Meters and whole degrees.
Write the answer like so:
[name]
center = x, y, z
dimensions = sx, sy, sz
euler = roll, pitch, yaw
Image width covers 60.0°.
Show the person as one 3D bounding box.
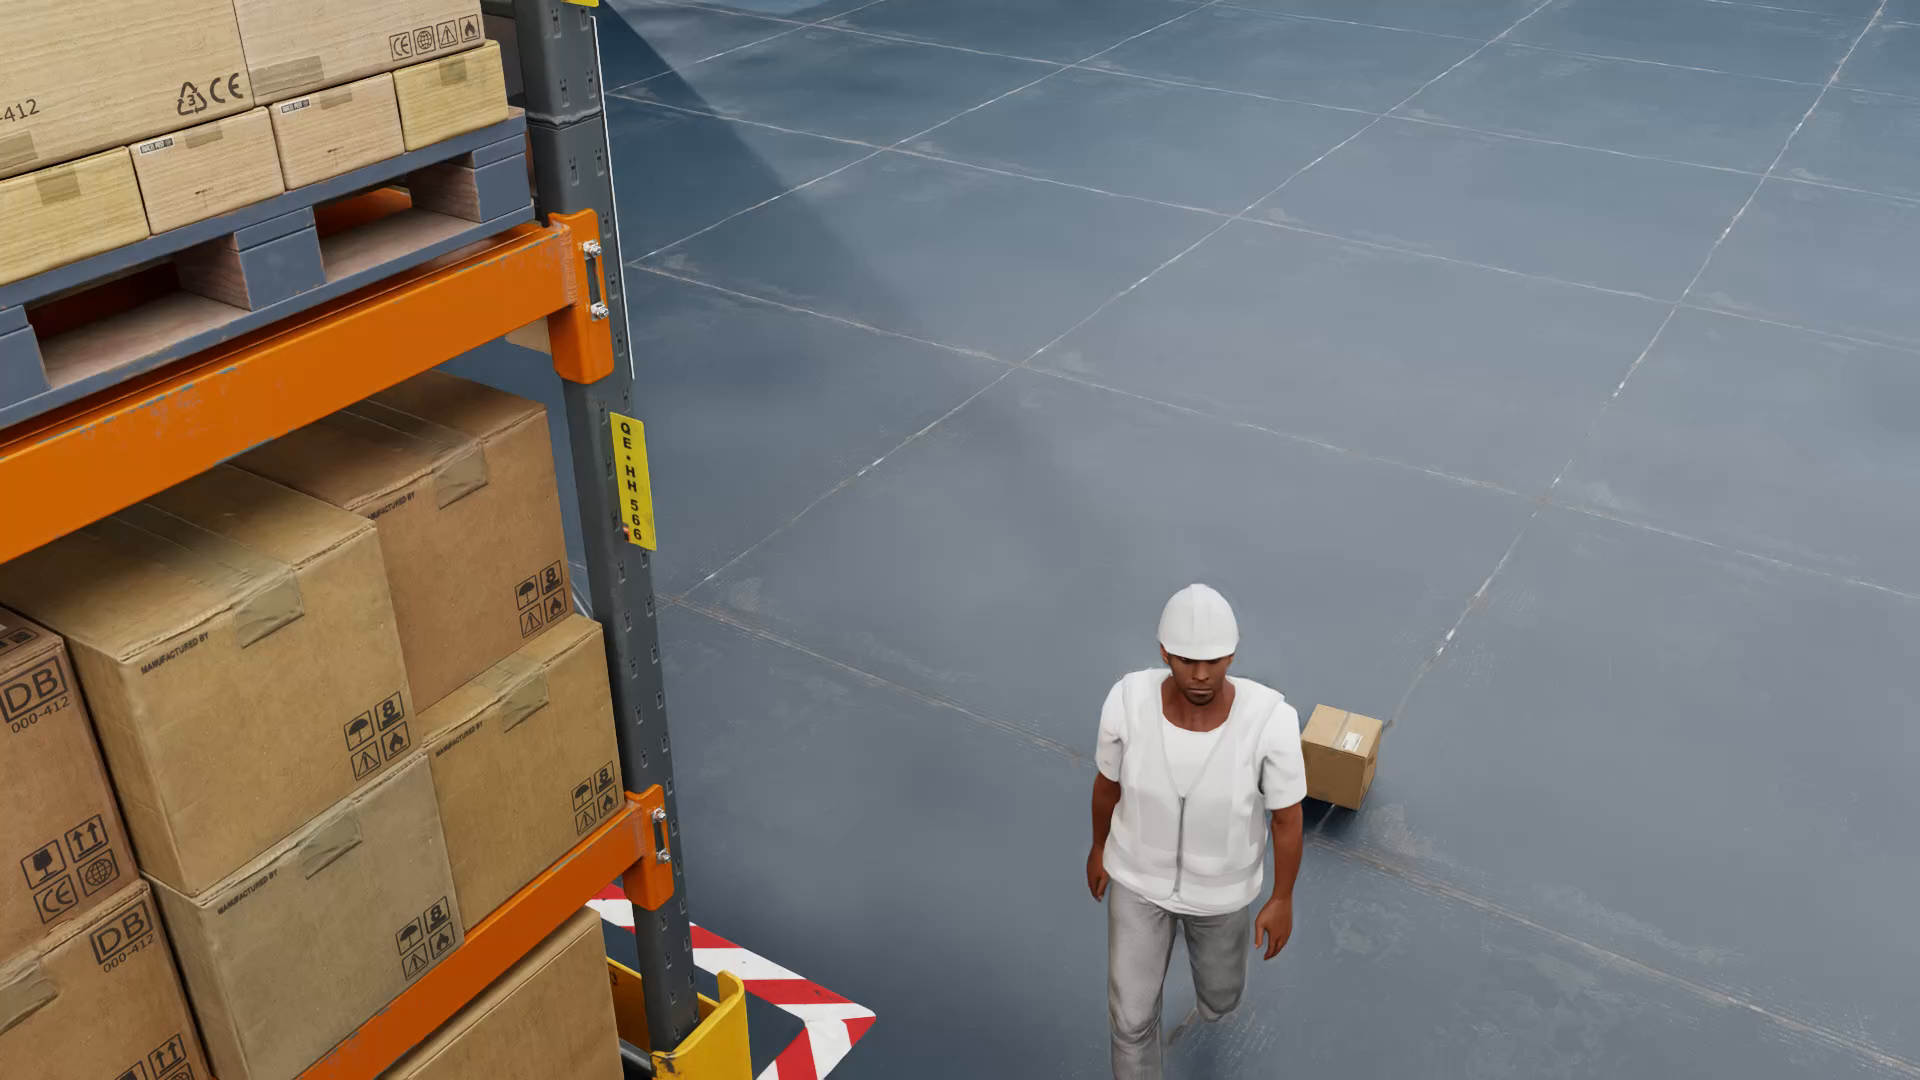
[person]
center = 0.631, 0.895, 4.571
dimensions = 0.591, 1.732, 0.906
euler = 7, 31, 12
